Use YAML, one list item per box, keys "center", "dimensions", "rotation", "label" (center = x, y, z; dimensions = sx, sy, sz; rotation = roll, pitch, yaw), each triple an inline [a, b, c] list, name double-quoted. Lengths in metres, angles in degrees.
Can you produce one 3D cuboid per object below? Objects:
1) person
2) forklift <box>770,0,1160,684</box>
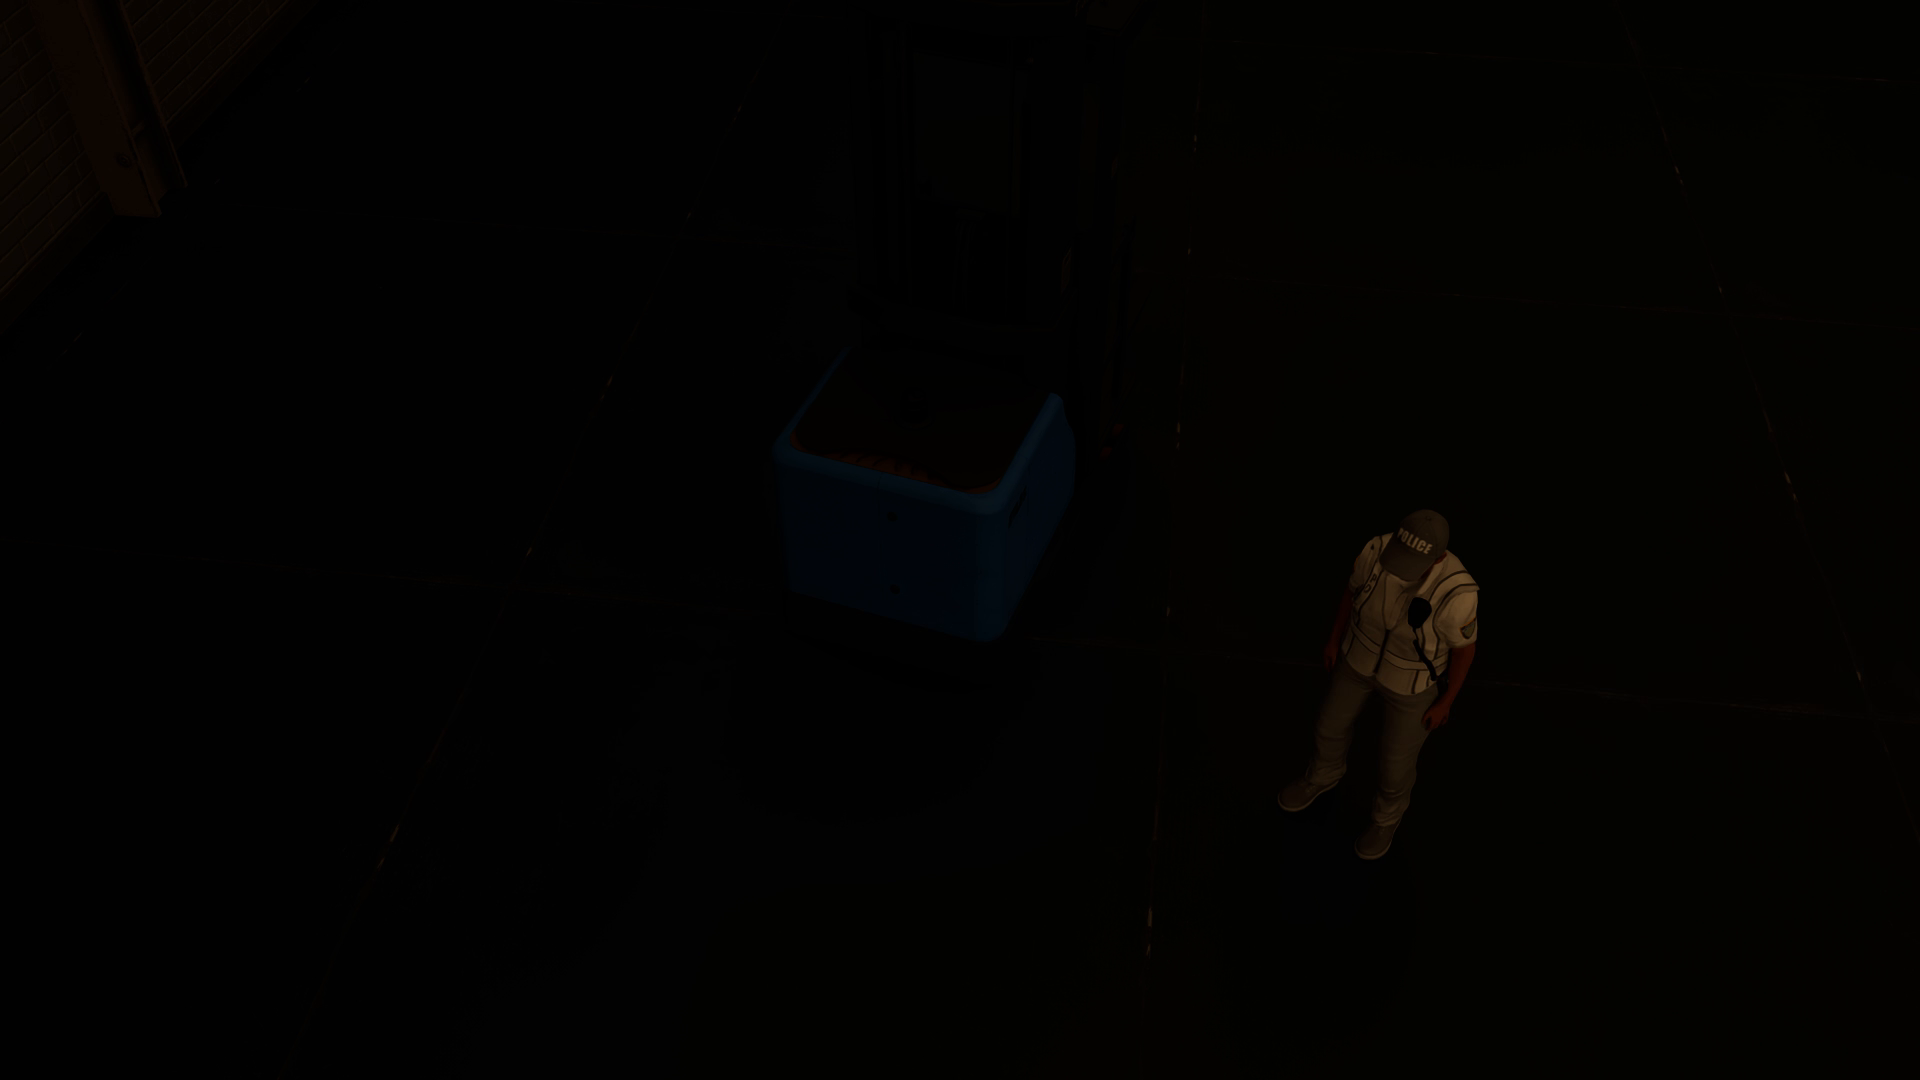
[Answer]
- center: [1.591, 0.483, 6.147]
  dimensions: [0.542, 1.650, 0.405]
  rotation: [32, 51, 30]
  label: "person"
- center: [0.208, -1.473, 7.328]
  dimensions: [1.130, 2.935, 3.031]
  rotation: [14, 44, 15]
  label: "forklift"
